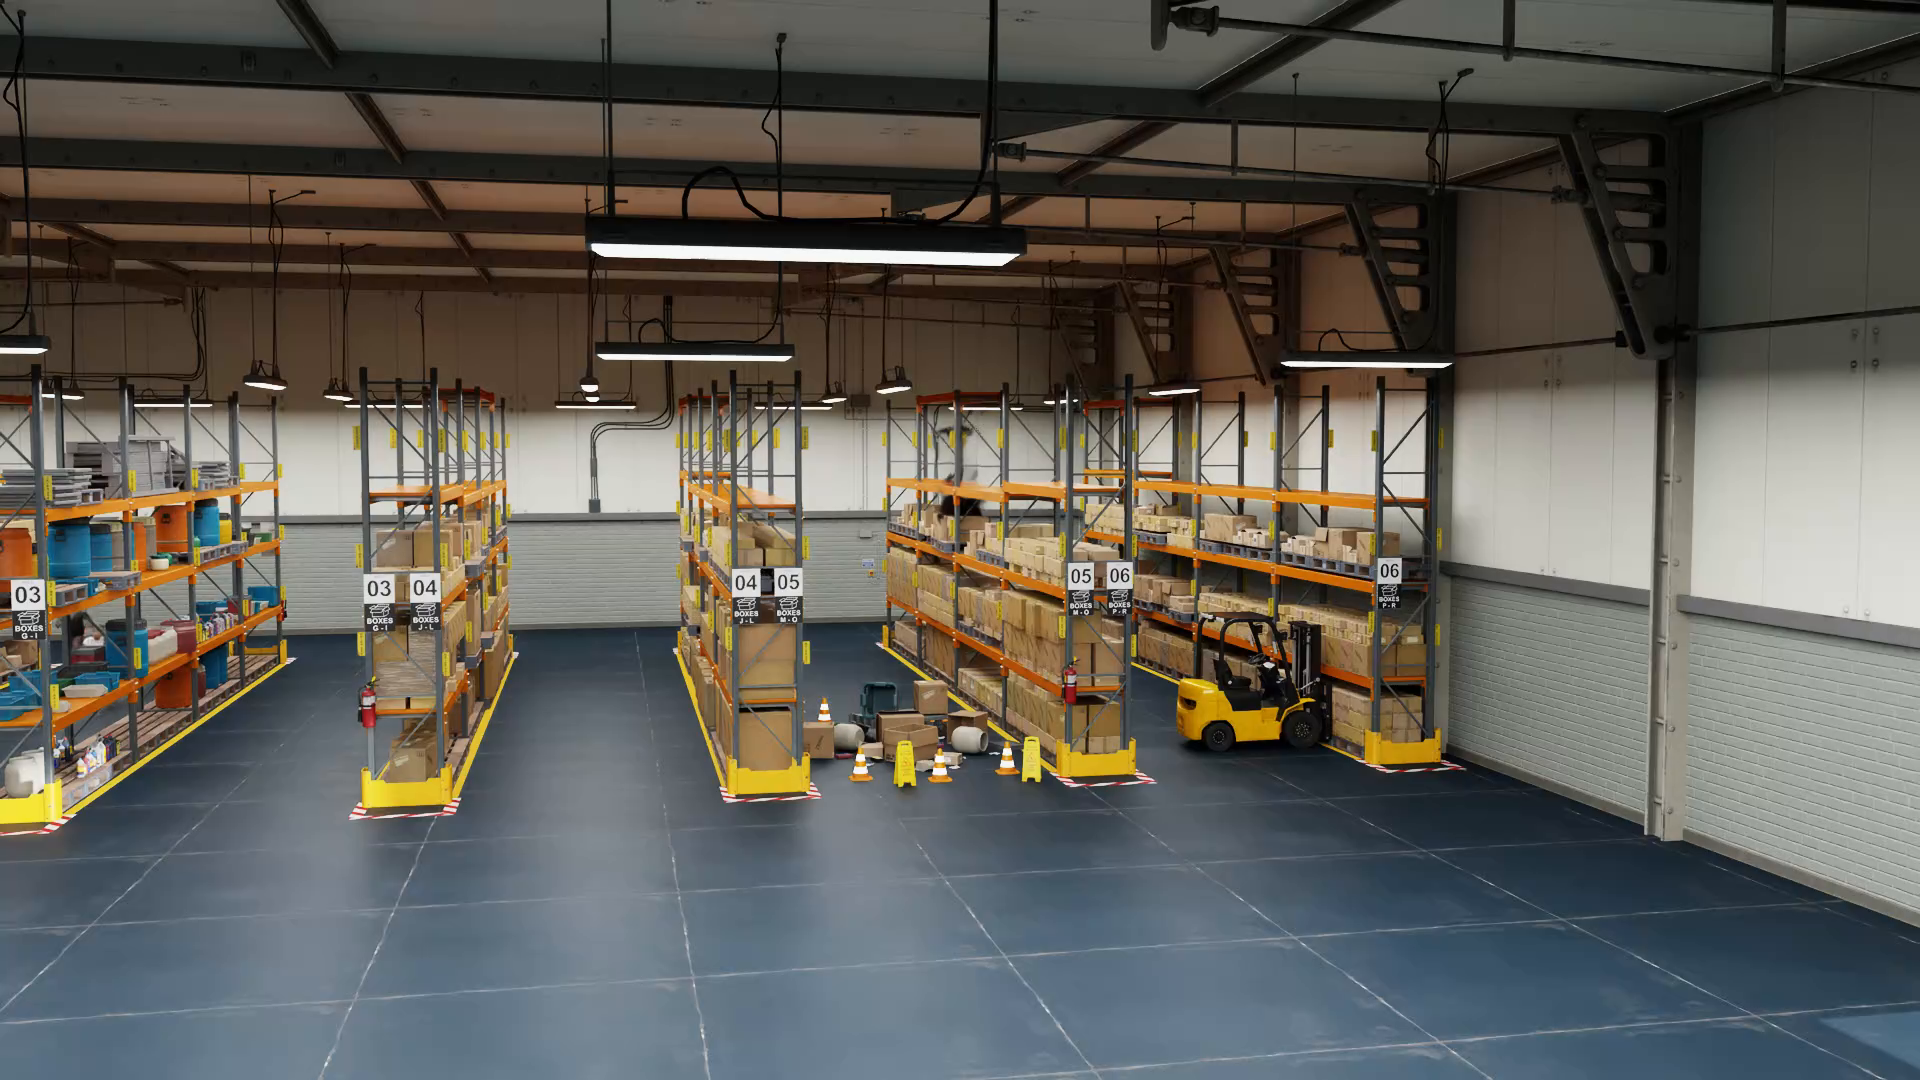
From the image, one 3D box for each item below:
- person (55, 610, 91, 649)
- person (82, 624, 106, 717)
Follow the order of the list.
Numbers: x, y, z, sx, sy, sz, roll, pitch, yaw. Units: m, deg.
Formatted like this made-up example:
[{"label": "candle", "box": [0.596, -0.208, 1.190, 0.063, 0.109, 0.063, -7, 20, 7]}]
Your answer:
[{"label": "person", "box": [-18.827, 2.050, 35.305, 0.662, 1.694, 0.791, -1, 4, -16]}, {"label": "person", "box": [-15.837, 2.355, 30.636, 0.617, 1.687, 1.056, -1, 3, -10]}]
